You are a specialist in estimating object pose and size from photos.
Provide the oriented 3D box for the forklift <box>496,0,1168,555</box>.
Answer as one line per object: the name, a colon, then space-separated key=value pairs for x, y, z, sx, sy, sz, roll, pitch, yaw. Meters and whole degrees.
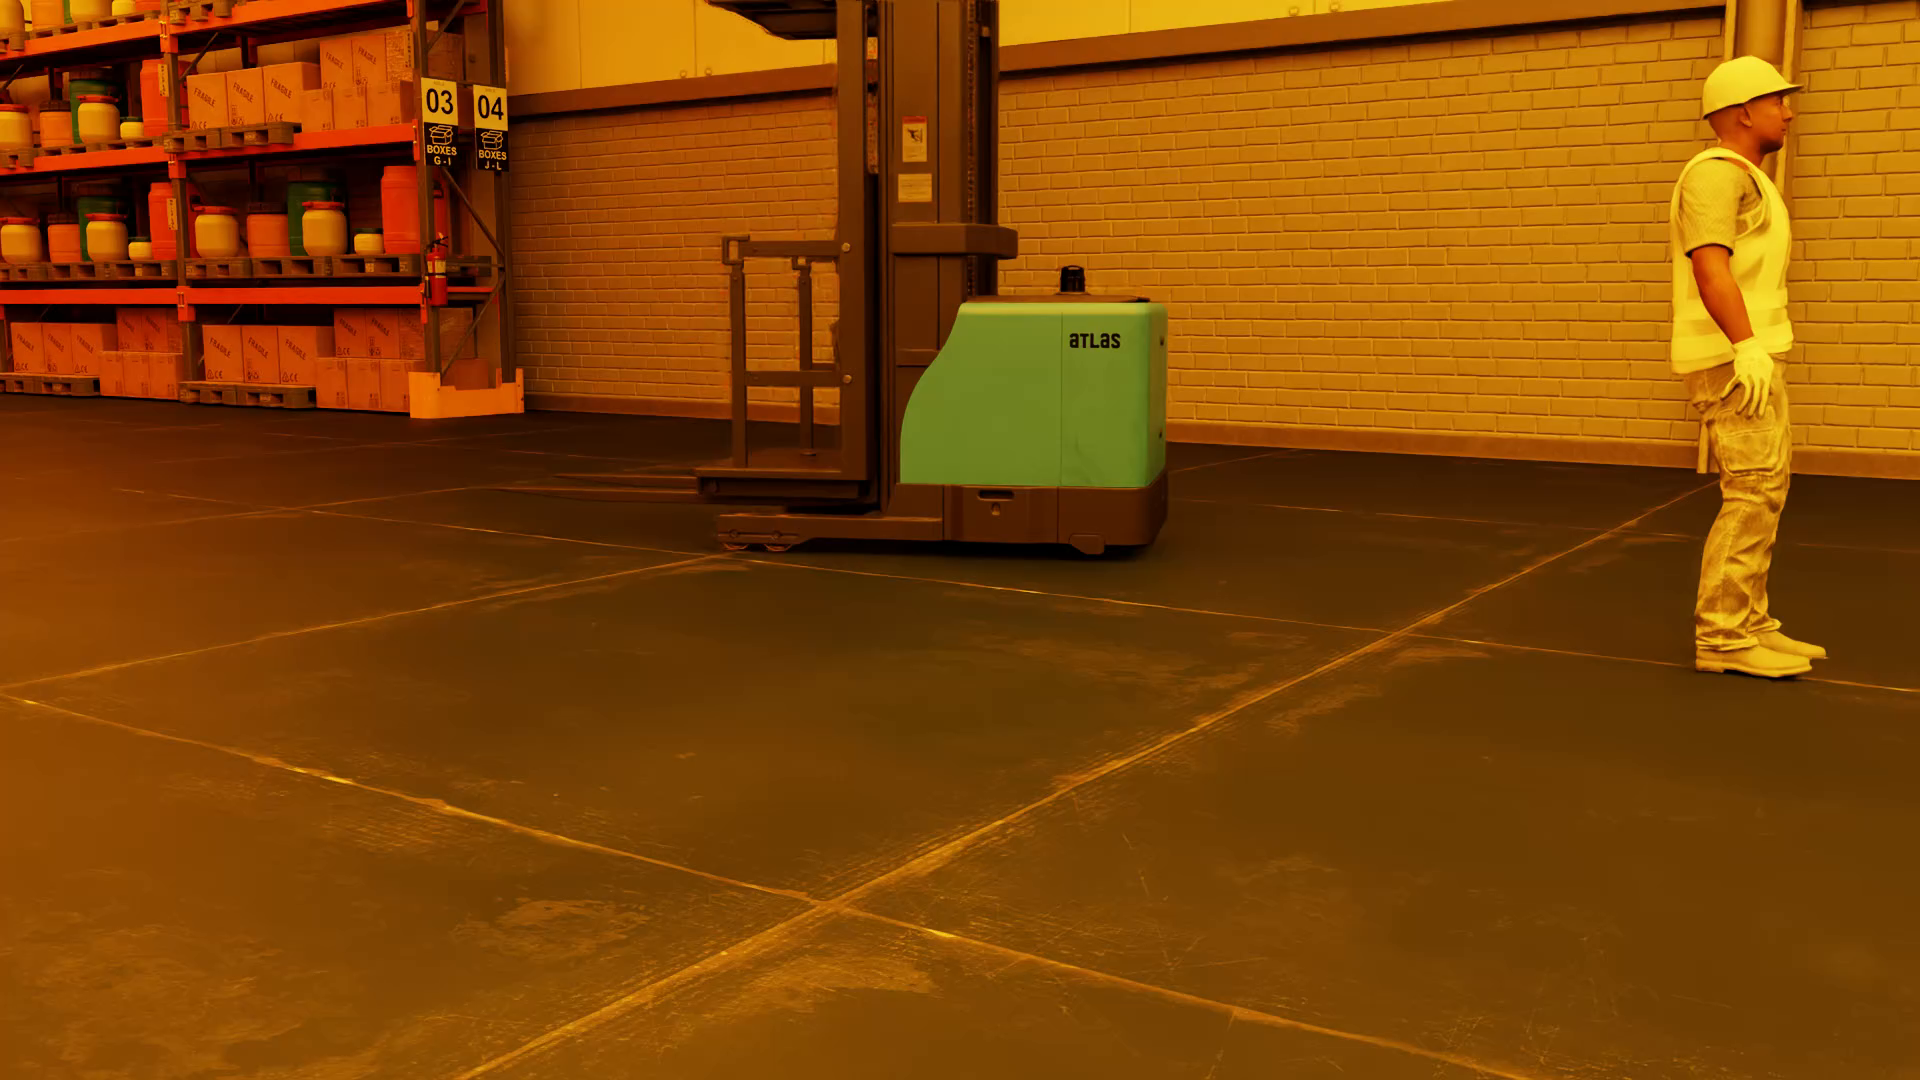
forklift: x=-0.596 y=-1.469 z=7.520 sx=3.031 sy=2.935 sz=1.130 roll=2 pitch=8 yaw=12

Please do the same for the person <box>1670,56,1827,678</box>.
person: x=2.343 y=-0.506 z=4.902 sx=0.502 sy=1.801 sz=0.649 roll=4 pitch=9 yaw=26
